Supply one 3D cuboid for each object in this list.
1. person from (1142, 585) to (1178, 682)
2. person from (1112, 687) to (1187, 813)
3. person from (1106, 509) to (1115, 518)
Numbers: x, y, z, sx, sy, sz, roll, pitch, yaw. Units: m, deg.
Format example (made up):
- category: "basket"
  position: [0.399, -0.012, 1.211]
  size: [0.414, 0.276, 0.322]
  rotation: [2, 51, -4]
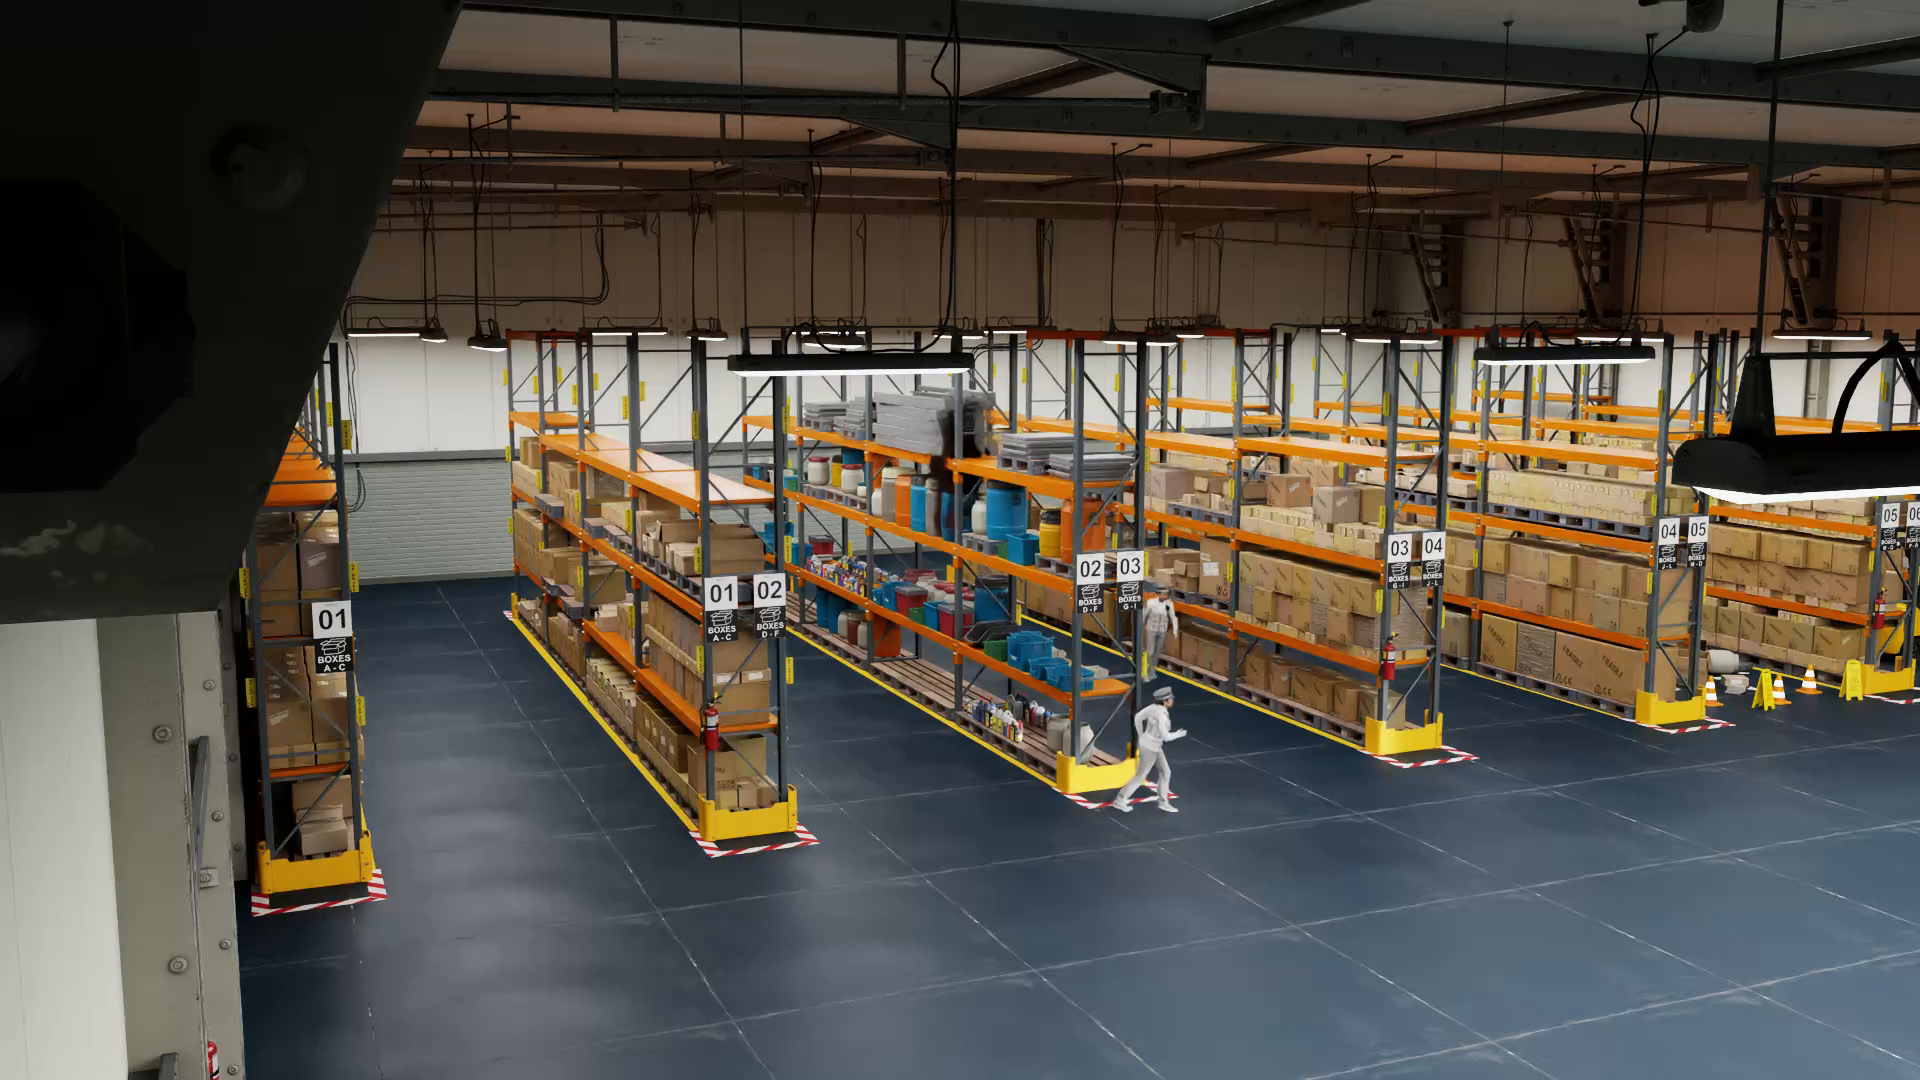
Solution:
- category: "person"
  position: [3.277, 1.523, 27.429]
  size: [0.600, 1.628, 0.691]
  rotation: [-1, 8, -7]
- category: "person"
  position: [2.404, 2.672, 21.002]
  size: [0.912, 1.658, 0.598]
  rotation: [0, 8, -1]
- category: "person"
  position: [3.566, -0.161, 41.299]
  size: [0.677, 1.770, 0.740]
  rotation: [1, 8, 7]
